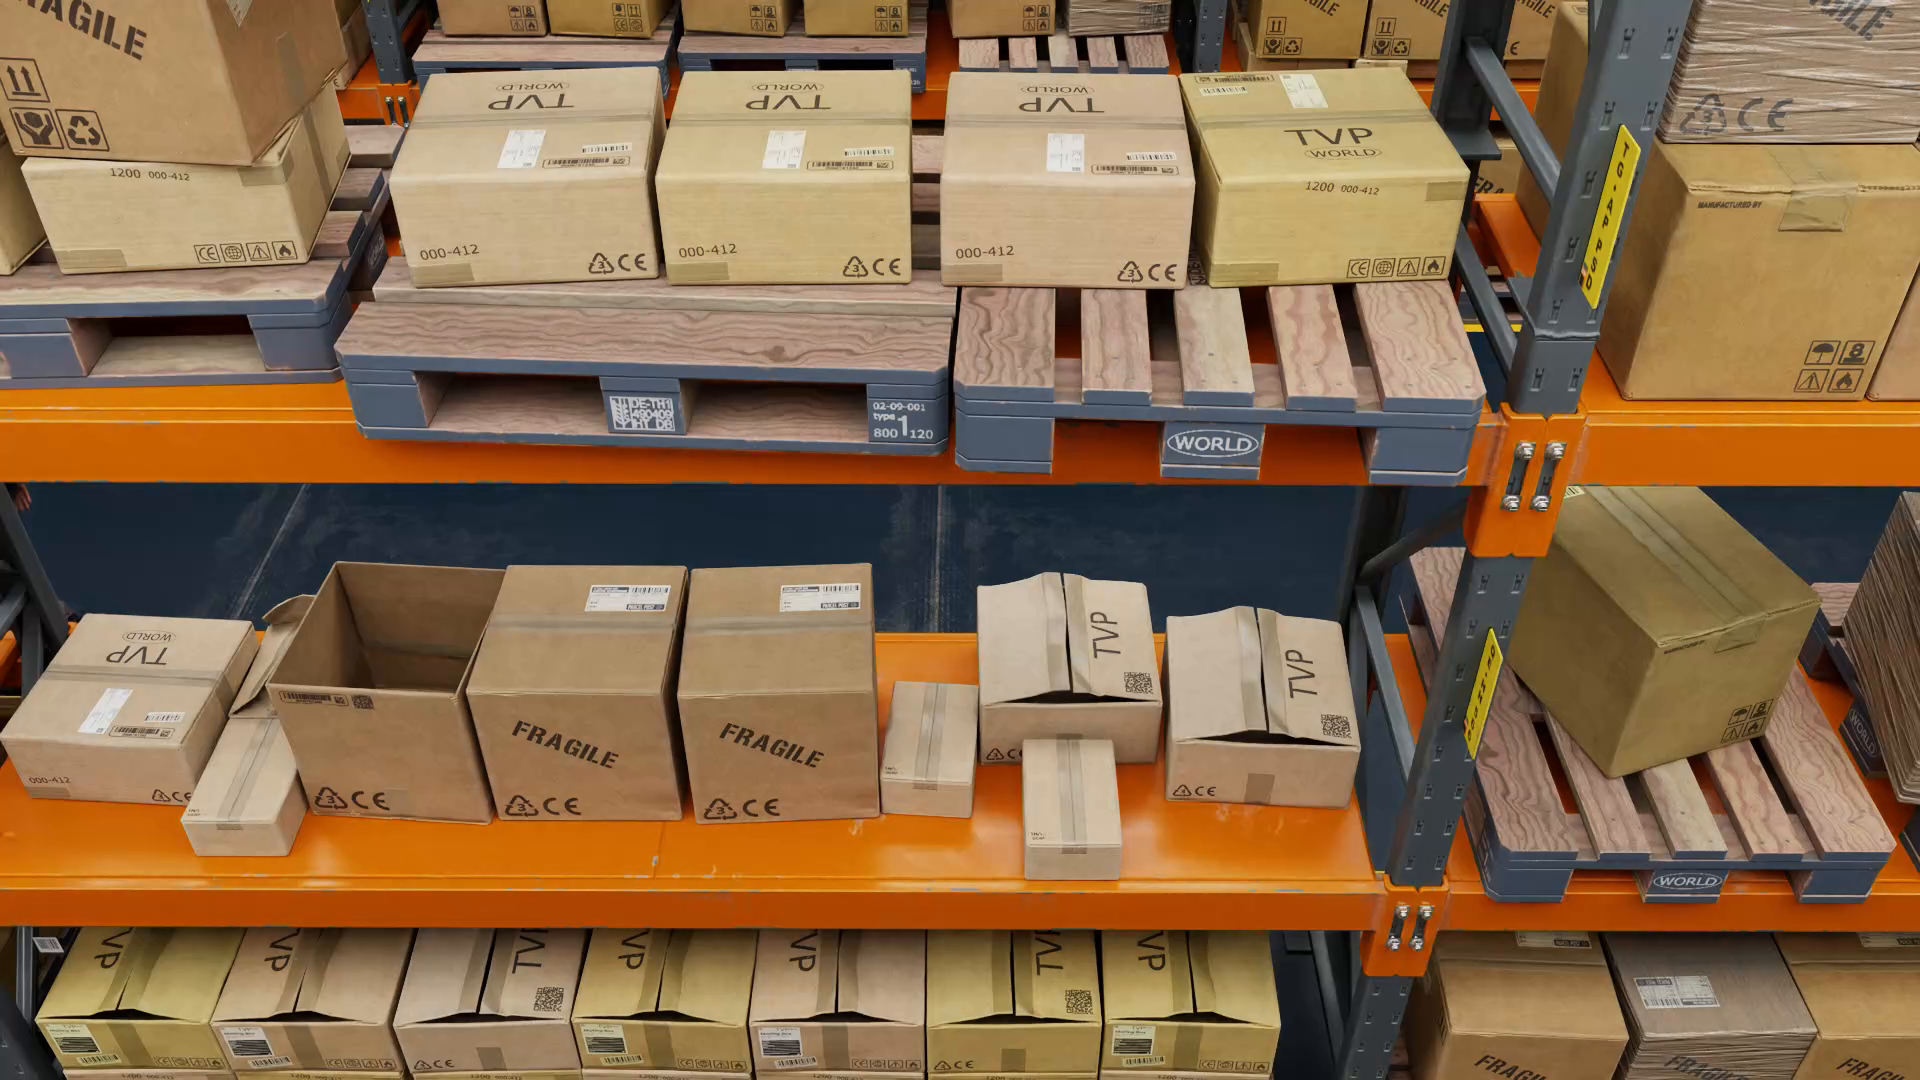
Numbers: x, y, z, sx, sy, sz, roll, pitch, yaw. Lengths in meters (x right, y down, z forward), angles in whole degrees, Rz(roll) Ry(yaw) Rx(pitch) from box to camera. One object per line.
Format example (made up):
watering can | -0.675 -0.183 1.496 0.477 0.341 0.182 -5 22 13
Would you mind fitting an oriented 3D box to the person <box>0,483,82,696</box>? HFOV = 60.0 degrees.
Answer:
person | -3.772 -0.091 6.248 0.470 1.709 0.555 1 39 1
